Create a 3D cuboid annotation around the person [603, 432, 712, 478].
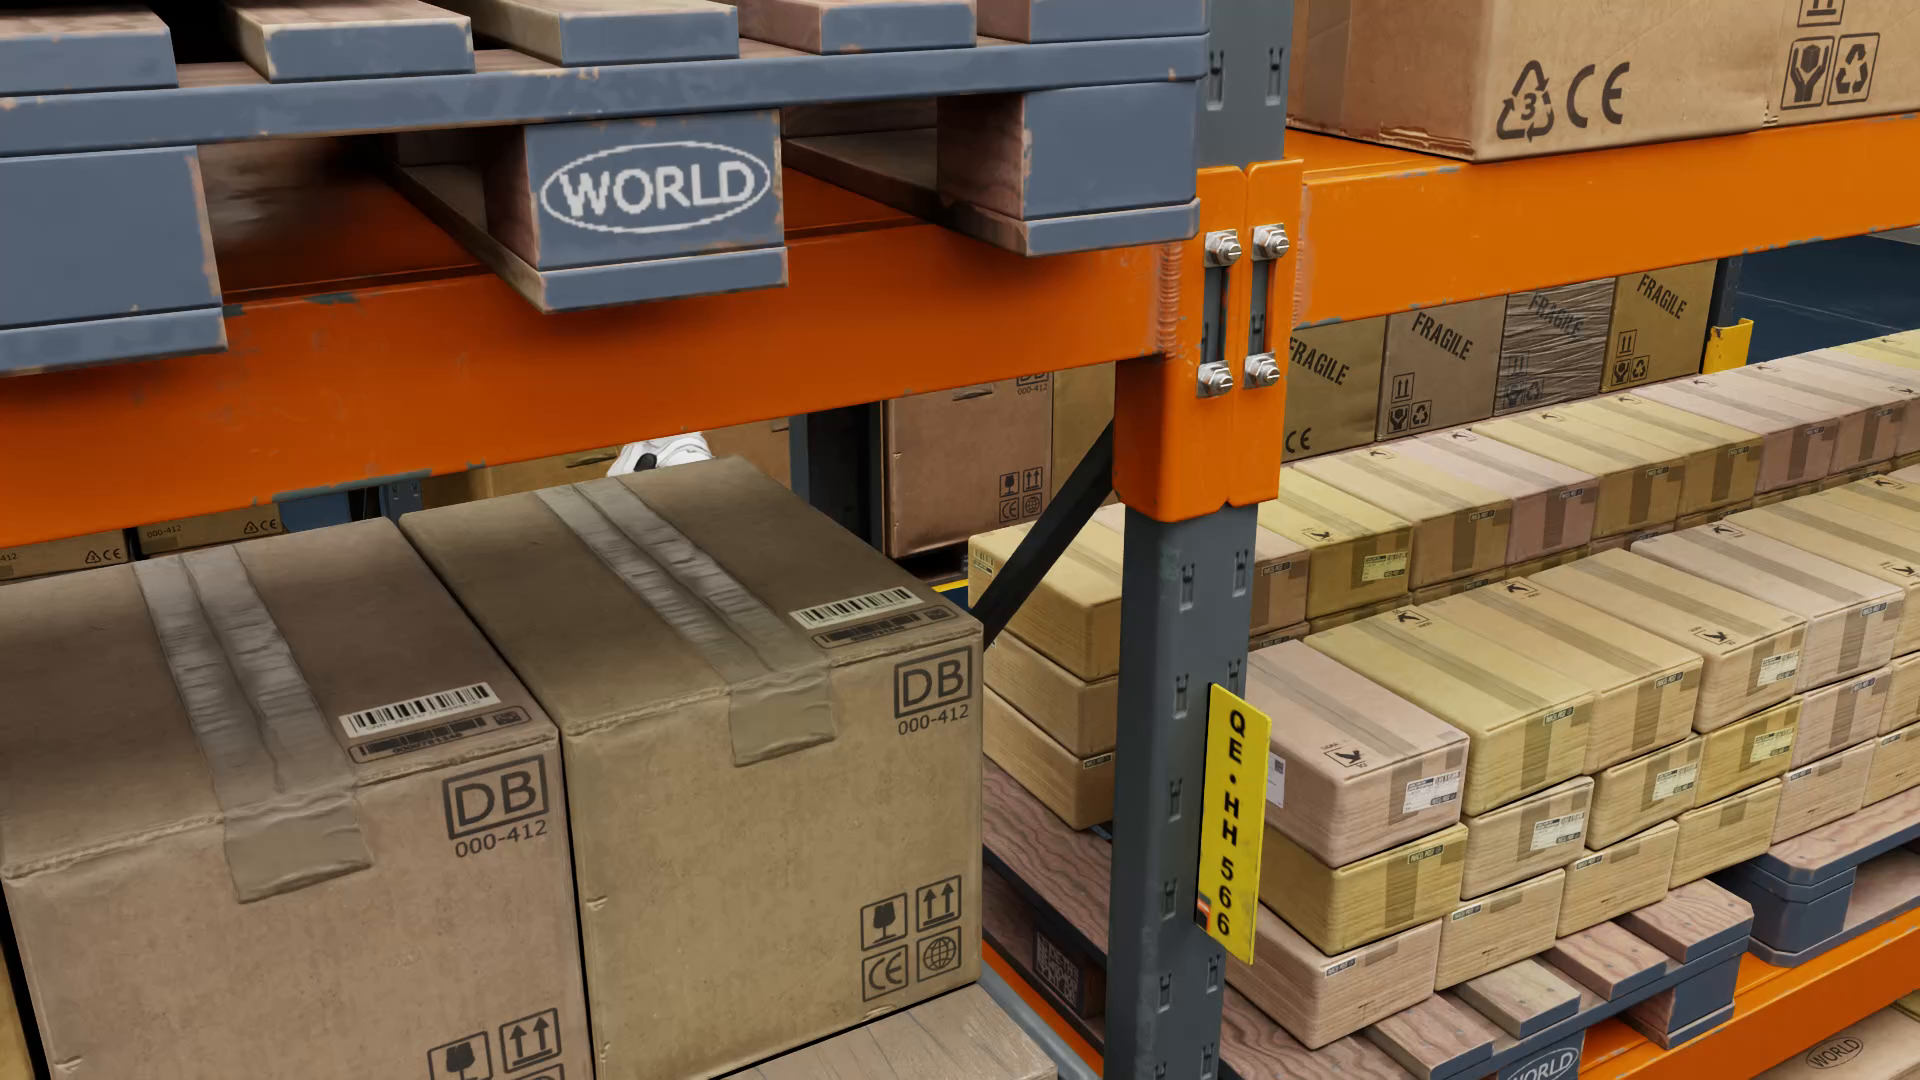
[{"bbox_3d":[-1.034,0.176,5.558,0.557,1.673,0.497,-12,25,-27],"label":"person"}]
